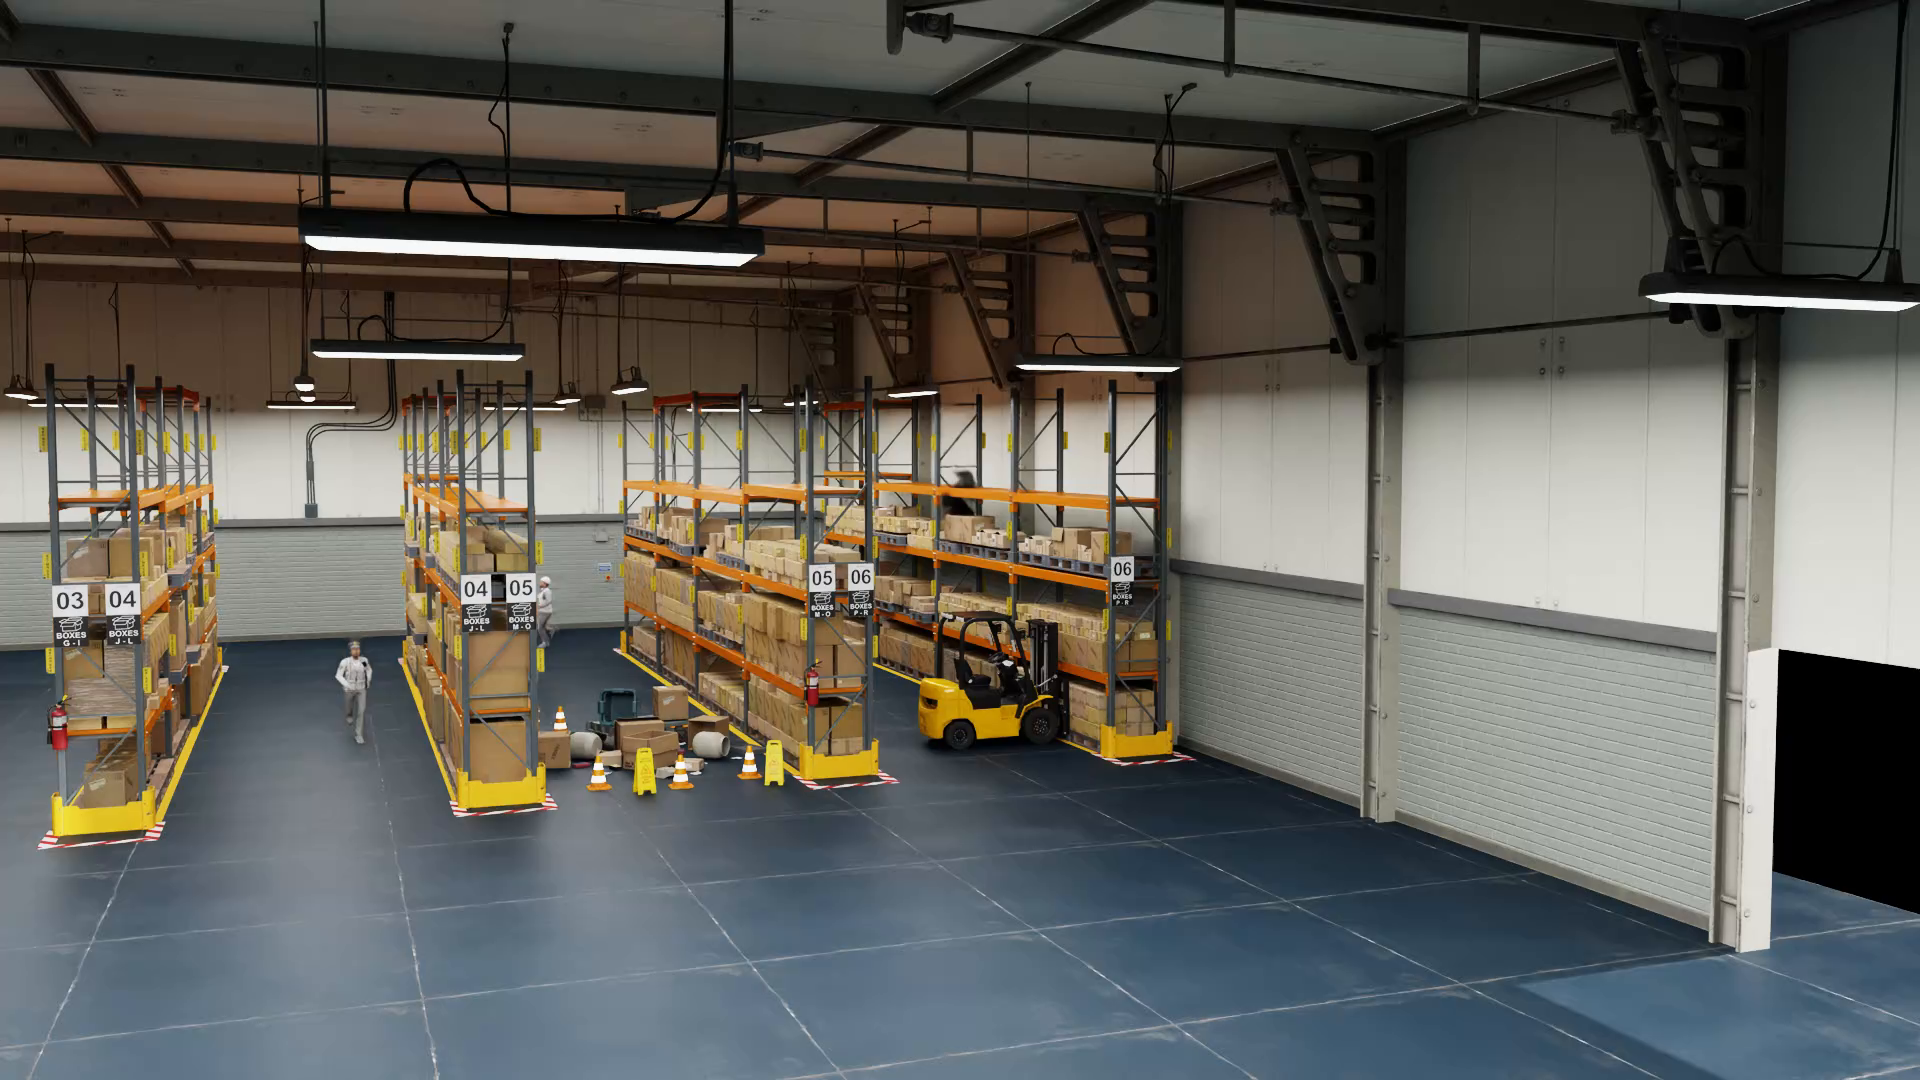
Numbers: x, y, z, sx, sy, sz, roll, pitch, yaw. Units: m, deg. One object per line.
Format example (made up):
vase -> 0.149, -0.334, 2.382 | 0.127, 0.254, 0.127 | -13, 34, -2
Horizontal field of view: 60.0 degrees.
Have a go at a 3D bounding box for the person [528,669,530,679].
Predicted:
person -> -9.232, 2.164, 35.123 | 0.506, 1.644, 0.704 | -1, 4, -19

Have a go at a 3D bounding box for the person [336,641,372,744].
person -> -10.222, 2.549, 28.084 | 0.591, 1.688, 1.016 | -1, 4, -23

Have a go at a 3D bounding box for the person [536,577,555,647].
person -> -10.185, 1.761, 40.753 | 0.553, 1.732, 0.706 | -2, 4, -25
